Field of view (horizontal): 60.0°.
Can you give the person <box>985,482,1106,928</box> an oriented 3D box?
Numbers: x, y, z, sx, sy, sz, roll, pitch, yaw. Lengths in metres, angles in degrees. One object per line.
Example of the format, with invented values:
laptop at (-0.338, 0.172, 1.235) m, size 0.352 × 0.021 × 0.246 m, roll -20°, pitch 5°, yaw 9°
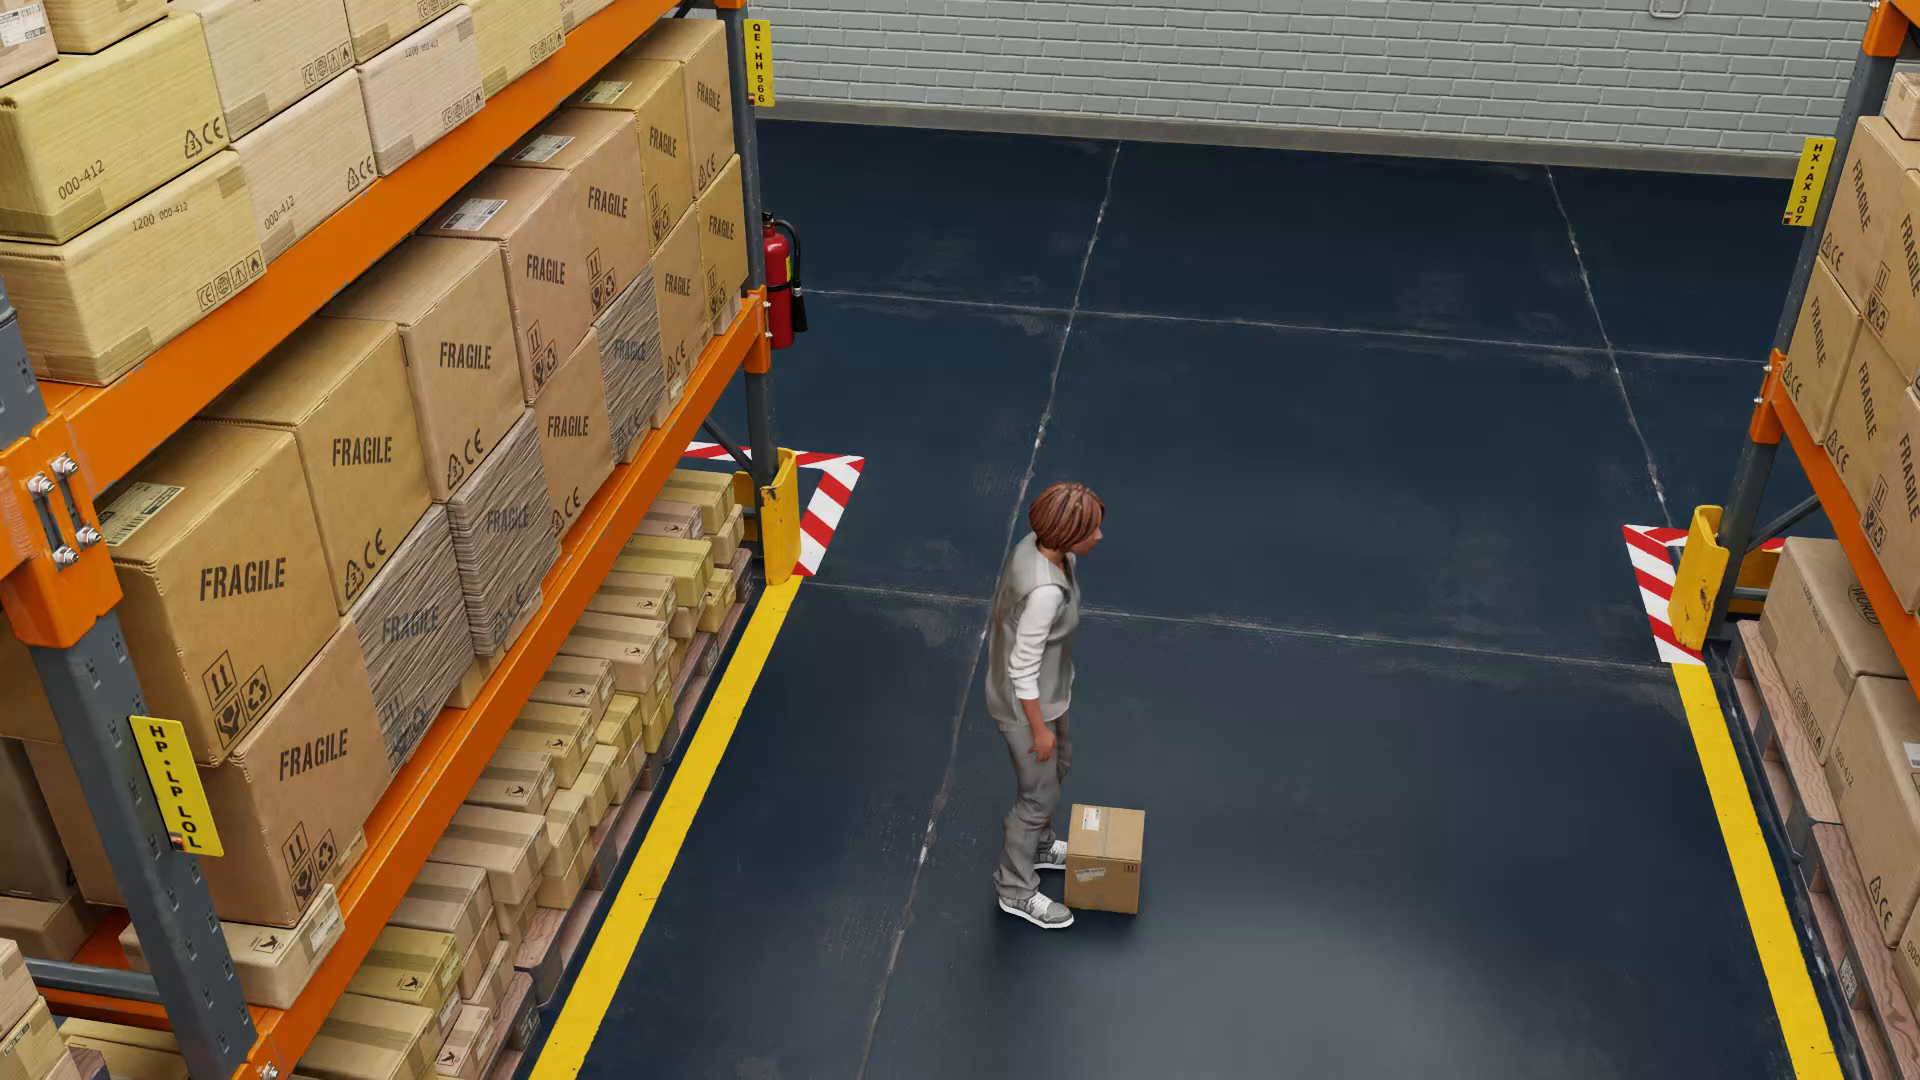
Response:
person at (0.266, 0.512, 5.357) m, size 0.366 × 1.591 × 0.470 m, roll 5°, pitch 33°, yaw 8°
